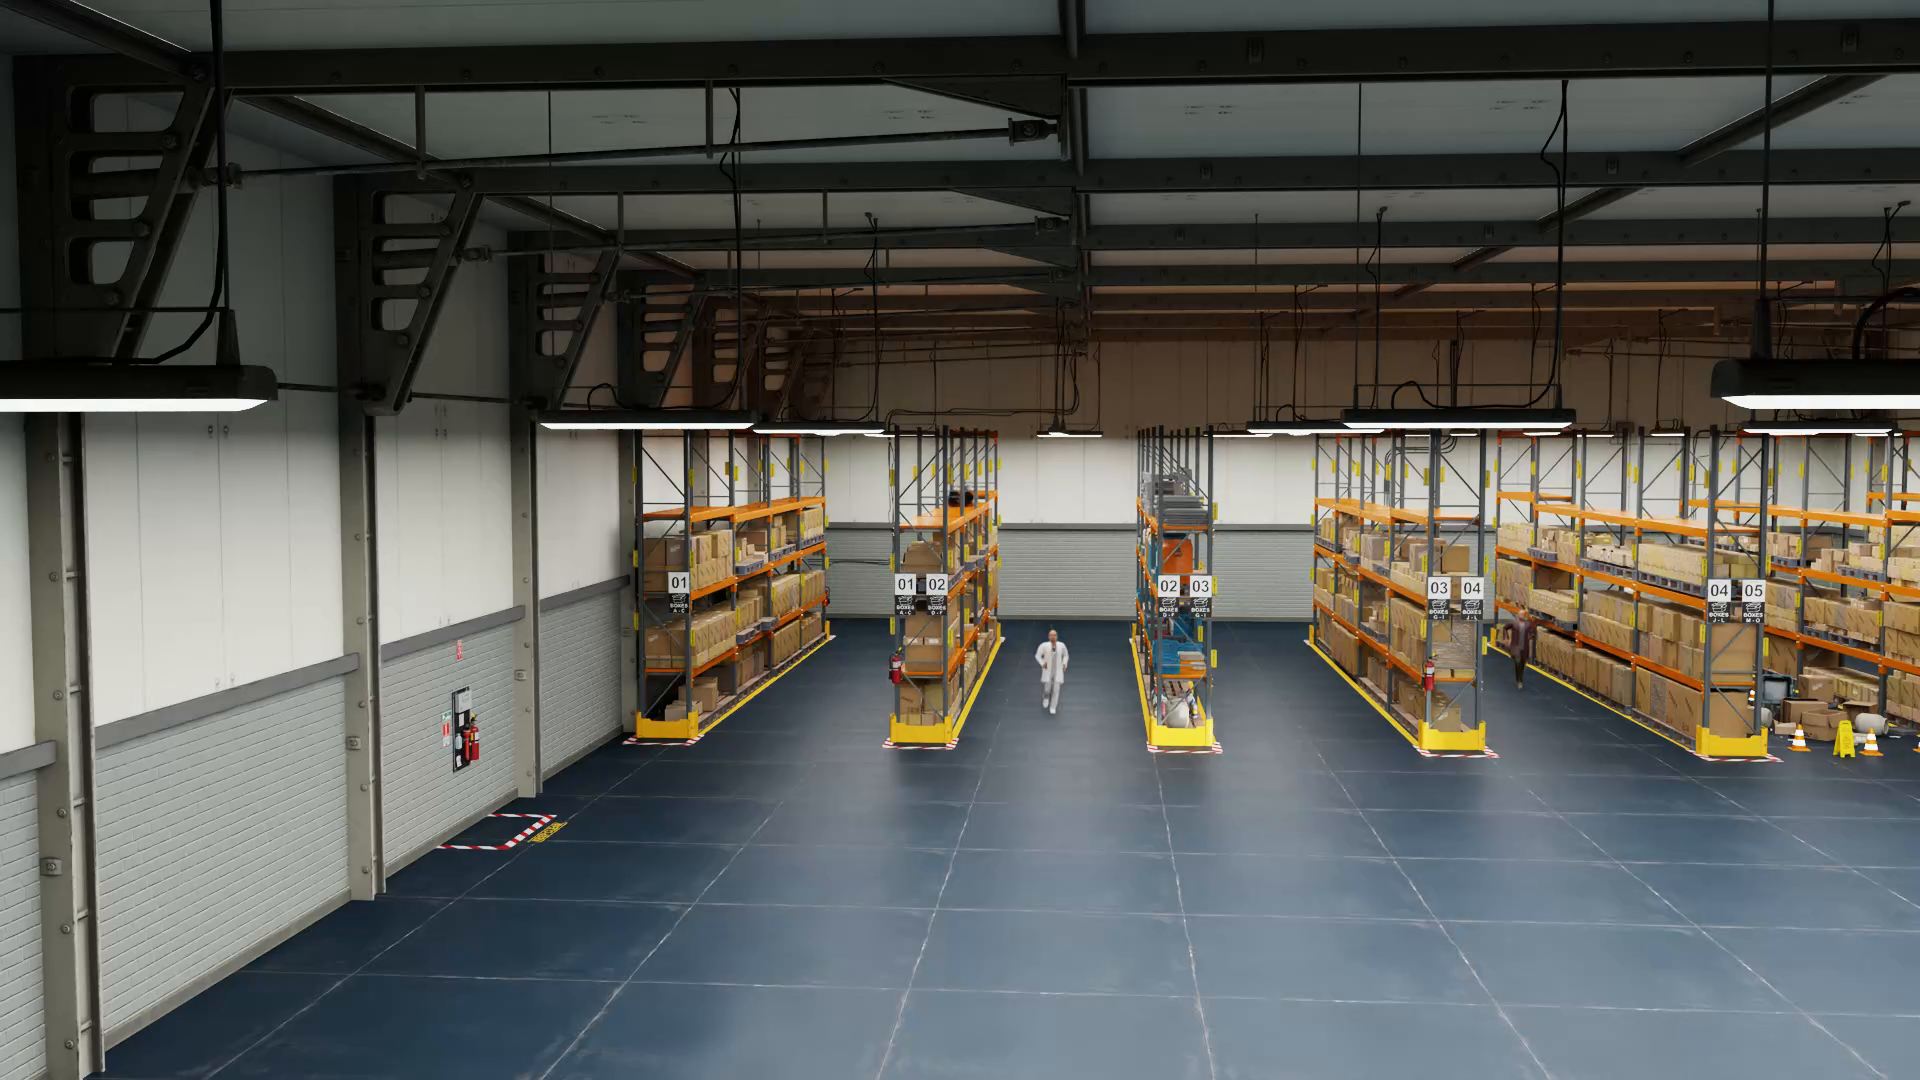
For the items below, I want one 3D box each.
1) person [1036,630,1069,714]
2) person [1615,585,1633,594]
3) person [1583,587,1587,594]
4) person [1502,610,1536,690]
[{"bbox_3d":[1.944,2.757,34.884,0.705,1.734,0.664,0,3,-5],"label":"person"},{"bbox_3d":[19.333,1.931,48.644,0.933,1.688,0.606,-1,3,-11],"label":"person"},{"bbox_3d":[17.088,2.166,45.599,0.553,1.735,0.674,0,3,-6],"label":"person"},{"bbox_3d":[12.928,2.501,38.404,0.716,1.782,1.082,0,3,3],"label":"person"}]
